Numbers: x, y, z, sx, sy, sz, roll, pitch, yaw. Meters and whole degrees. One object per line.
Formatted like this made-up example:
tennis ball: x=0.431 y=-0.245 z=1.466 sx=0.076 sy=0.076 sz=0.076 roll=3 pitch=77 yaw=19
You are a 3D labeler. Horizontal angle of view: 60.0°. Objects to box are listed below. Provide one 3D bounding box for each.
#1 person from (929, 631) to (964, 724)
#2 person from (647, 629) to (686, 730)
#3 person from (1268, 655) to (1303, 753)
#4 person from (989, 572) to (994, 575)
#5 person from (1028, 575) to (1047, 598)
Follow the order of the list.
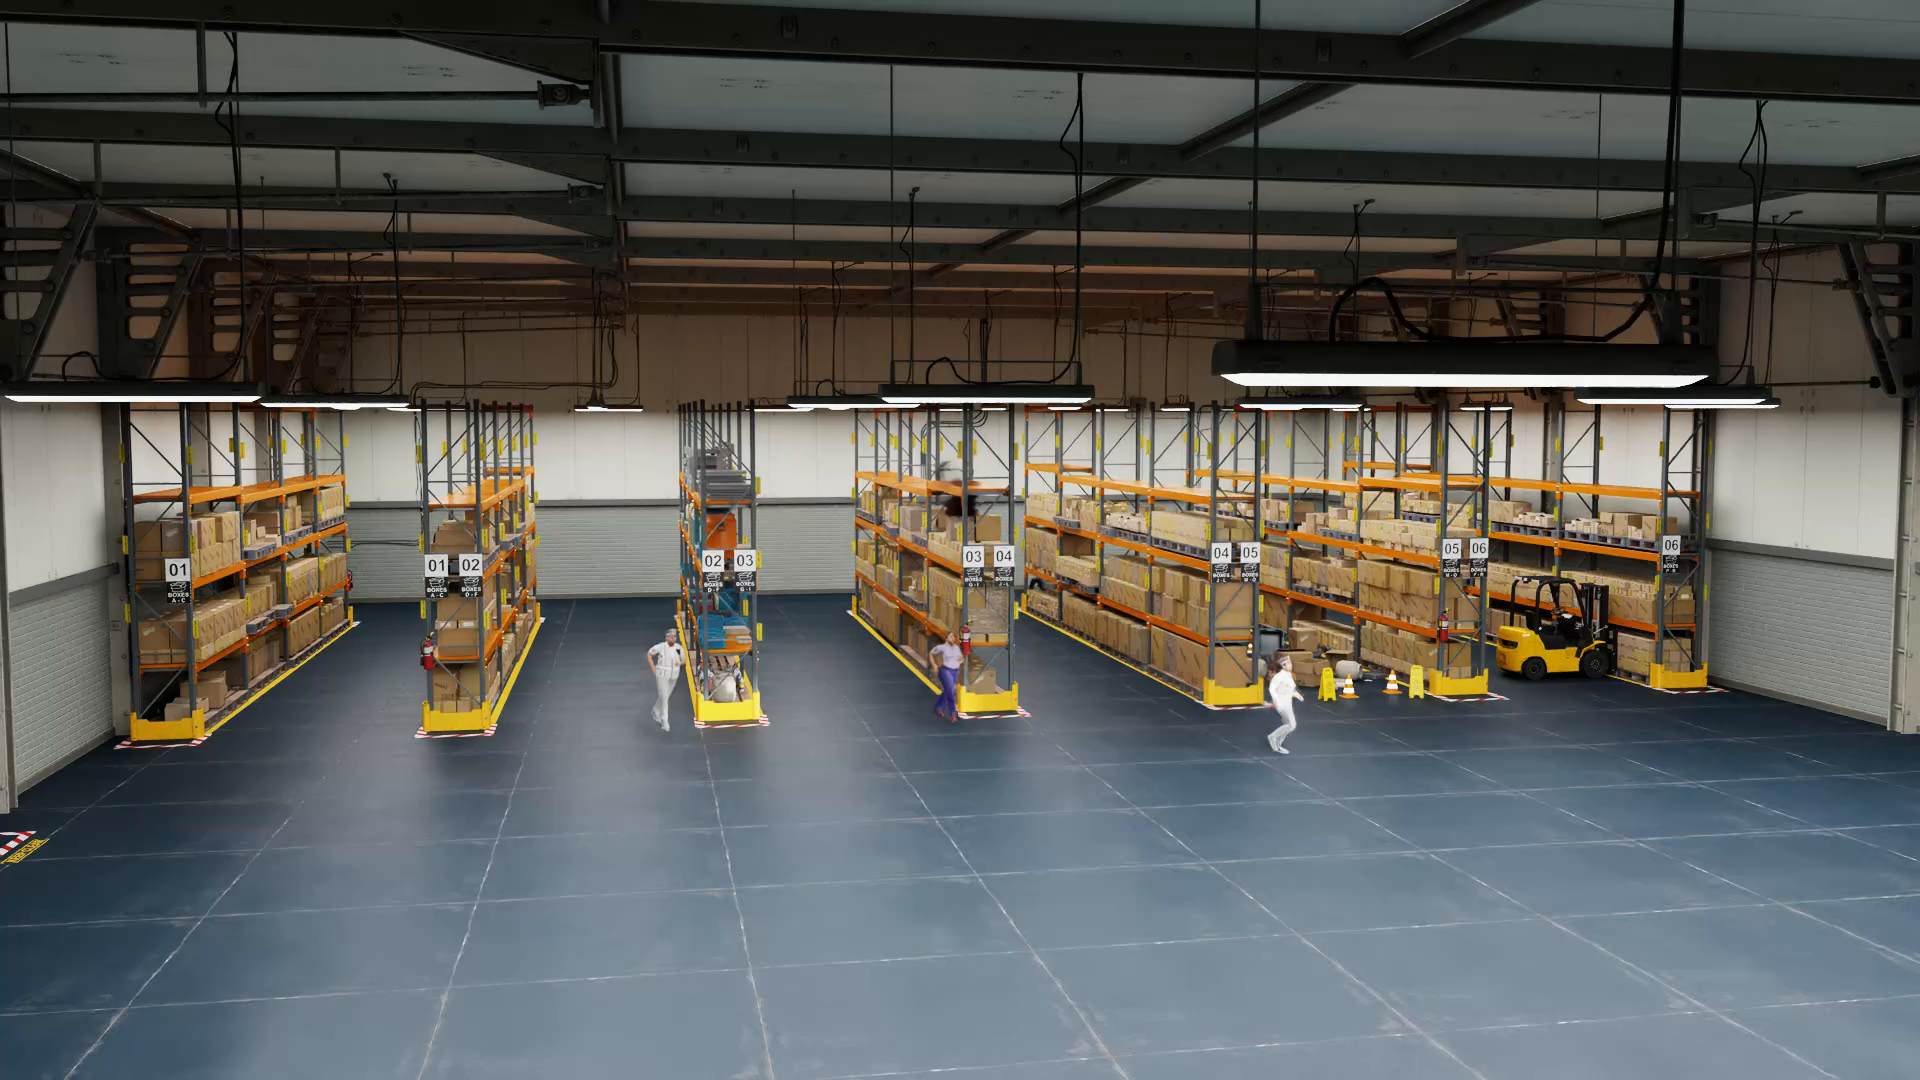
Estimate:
person: x=-0.202 y=2.569 z=31.169 sx=0.782 sy=1.690 sz=0.643 roll=4 pitch=6 yaw=41
person: x=-5.370 y=2.530 z=30.649 sx=0.688 sy=1.806 sz=0.927 roll=-3 pitch=5 yaw=-36
person: x=5.509 y=2.776 z=28.128 sx=0.538 sy=1.658 sz=0.630 roll=2 pitch=5 yaw=26
person: x=0.893 y=1.228 z=49.191 sx=0.660 sy=1.564 sz=0.564 roll=3 pitch=5 yaw=33
person: x=2.362 y=1.181 z=49.839 sx=1.003 sy=1.599 sz=0.505 roll=-1 pitch=4 yaw=-16
